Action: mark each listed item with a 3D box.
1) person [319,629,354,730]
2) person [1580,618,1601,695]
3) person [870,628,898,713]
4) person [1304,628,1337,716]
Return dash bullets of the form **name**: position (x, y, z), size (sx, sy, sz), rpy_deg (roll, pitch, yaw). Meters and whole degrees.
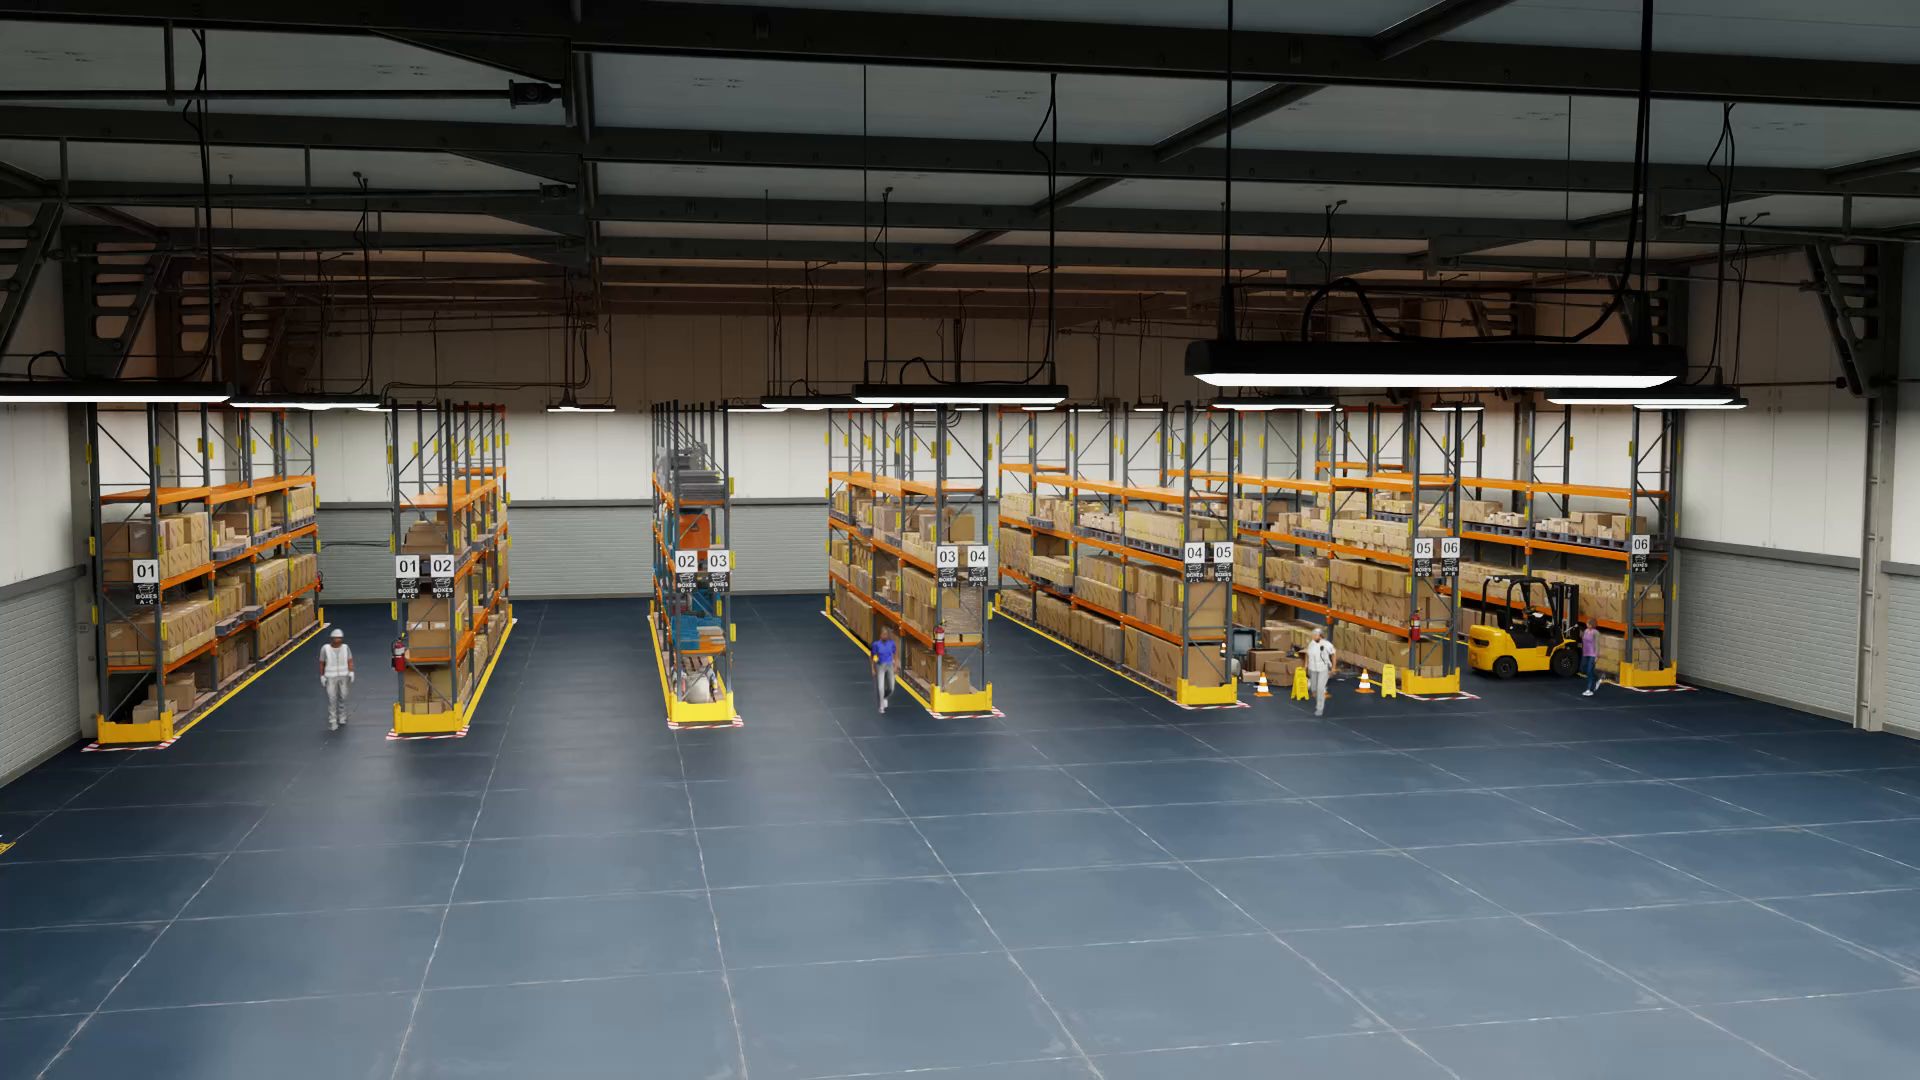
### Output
- **person**: position (-11.413, 2.550, 30.548), size (0.572, 1.788, 0.712), rpy_deg (-3, 5, -33)
- **person**: position (12.895, 2.370, 33.874), size (0.533, 1.572, 0.409), rpy_deg (-2, 5, -20)
- **person**: position (-1.481, 2.496, 32.141), size (0.540, 1.641, 0.555), rpy_deg (-1, 4, -13)
- **person**: position (6.942, 2.506, 31.944), size (0.627, 1.645, 0.729), rpy_deg (3, 5, 33)
